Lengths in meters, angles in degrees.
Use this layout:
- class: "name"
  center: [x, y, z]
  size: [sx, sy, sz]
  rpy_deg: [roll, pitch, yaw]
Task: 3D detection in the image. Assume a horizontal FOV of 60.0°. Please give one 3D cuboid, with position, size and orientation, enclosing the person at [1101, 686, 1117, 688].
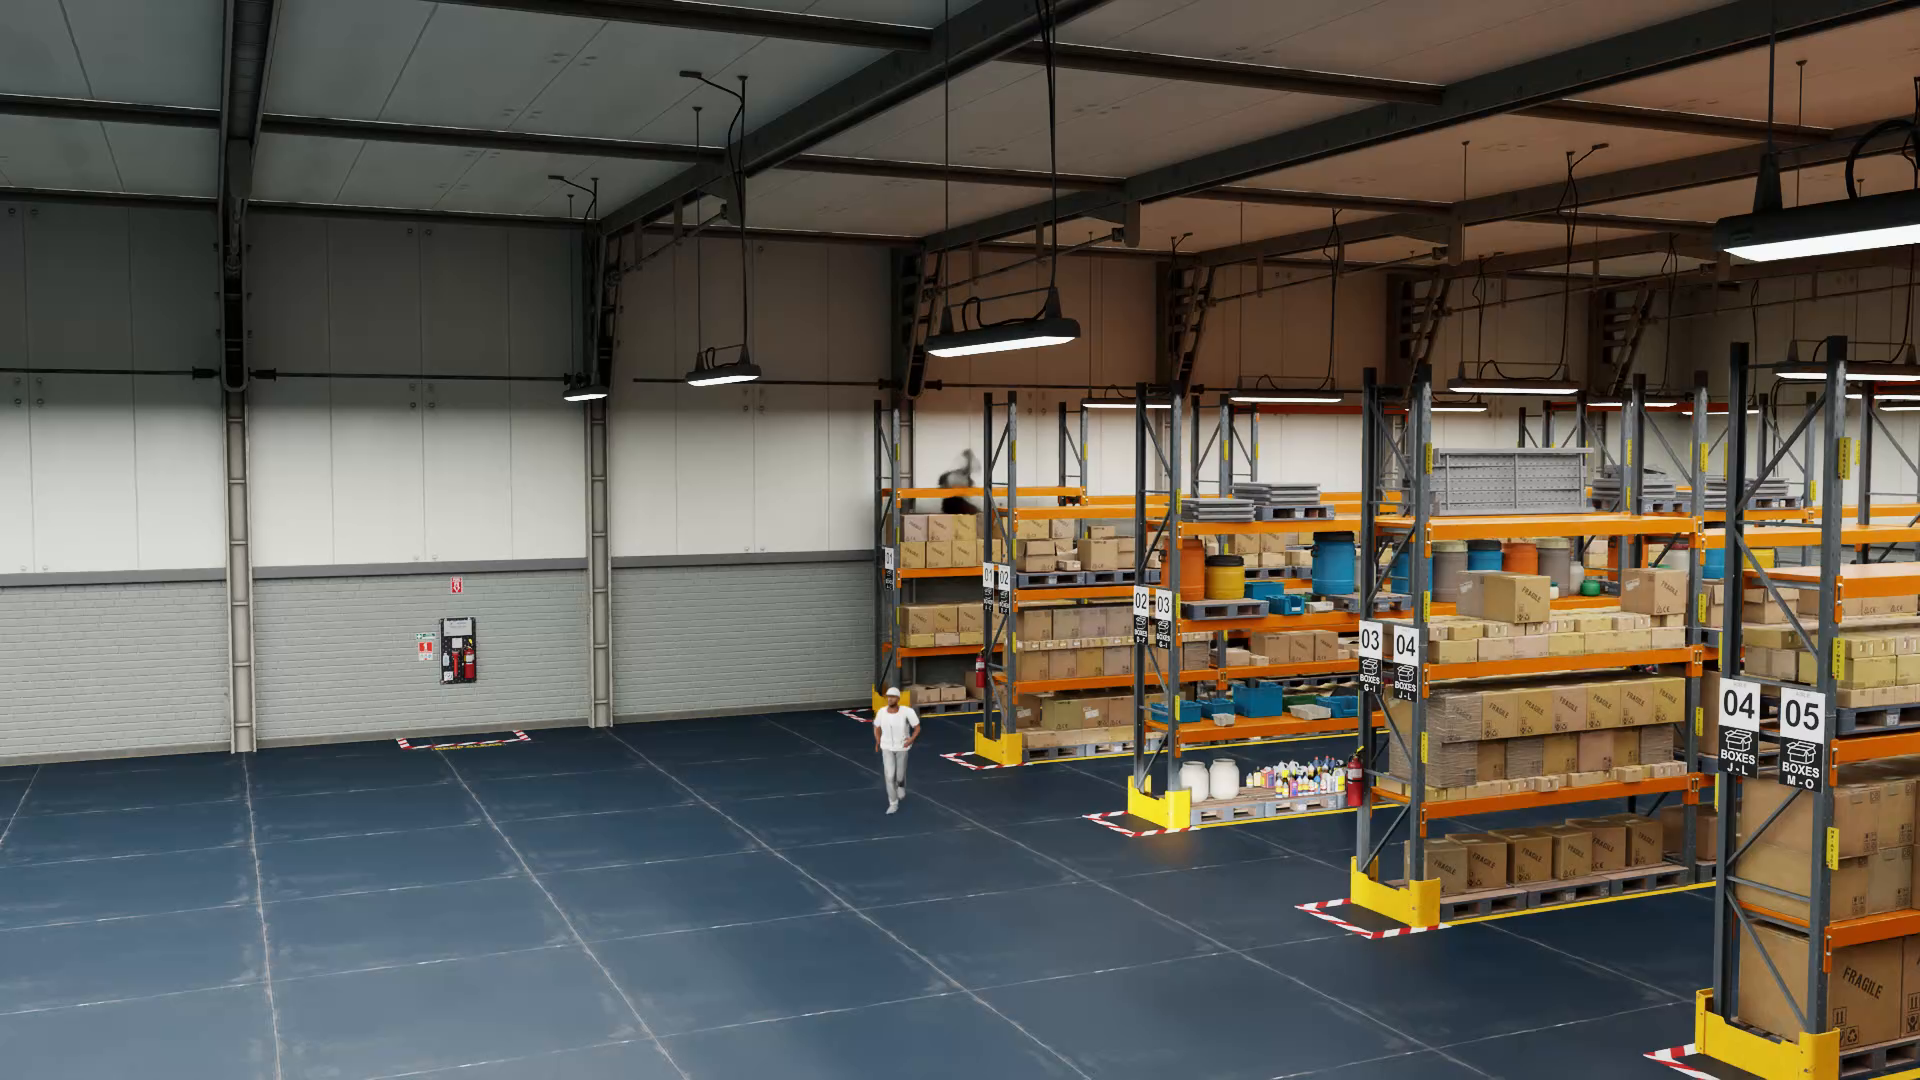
- class: "person"
  center: [2.935, 2.474, 30.727]
  size: [0.866, 1.825, 0.729]
  rpy_deg: [-2, 4, -26]

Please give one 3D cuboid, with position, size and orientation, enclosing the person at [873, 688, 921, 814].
- class: "person"
  center: [-0.900, 2.941, 23.429]
  size: [0.692, 1.747, 0.689]
  rpy_deg: [1, 3, 11]
